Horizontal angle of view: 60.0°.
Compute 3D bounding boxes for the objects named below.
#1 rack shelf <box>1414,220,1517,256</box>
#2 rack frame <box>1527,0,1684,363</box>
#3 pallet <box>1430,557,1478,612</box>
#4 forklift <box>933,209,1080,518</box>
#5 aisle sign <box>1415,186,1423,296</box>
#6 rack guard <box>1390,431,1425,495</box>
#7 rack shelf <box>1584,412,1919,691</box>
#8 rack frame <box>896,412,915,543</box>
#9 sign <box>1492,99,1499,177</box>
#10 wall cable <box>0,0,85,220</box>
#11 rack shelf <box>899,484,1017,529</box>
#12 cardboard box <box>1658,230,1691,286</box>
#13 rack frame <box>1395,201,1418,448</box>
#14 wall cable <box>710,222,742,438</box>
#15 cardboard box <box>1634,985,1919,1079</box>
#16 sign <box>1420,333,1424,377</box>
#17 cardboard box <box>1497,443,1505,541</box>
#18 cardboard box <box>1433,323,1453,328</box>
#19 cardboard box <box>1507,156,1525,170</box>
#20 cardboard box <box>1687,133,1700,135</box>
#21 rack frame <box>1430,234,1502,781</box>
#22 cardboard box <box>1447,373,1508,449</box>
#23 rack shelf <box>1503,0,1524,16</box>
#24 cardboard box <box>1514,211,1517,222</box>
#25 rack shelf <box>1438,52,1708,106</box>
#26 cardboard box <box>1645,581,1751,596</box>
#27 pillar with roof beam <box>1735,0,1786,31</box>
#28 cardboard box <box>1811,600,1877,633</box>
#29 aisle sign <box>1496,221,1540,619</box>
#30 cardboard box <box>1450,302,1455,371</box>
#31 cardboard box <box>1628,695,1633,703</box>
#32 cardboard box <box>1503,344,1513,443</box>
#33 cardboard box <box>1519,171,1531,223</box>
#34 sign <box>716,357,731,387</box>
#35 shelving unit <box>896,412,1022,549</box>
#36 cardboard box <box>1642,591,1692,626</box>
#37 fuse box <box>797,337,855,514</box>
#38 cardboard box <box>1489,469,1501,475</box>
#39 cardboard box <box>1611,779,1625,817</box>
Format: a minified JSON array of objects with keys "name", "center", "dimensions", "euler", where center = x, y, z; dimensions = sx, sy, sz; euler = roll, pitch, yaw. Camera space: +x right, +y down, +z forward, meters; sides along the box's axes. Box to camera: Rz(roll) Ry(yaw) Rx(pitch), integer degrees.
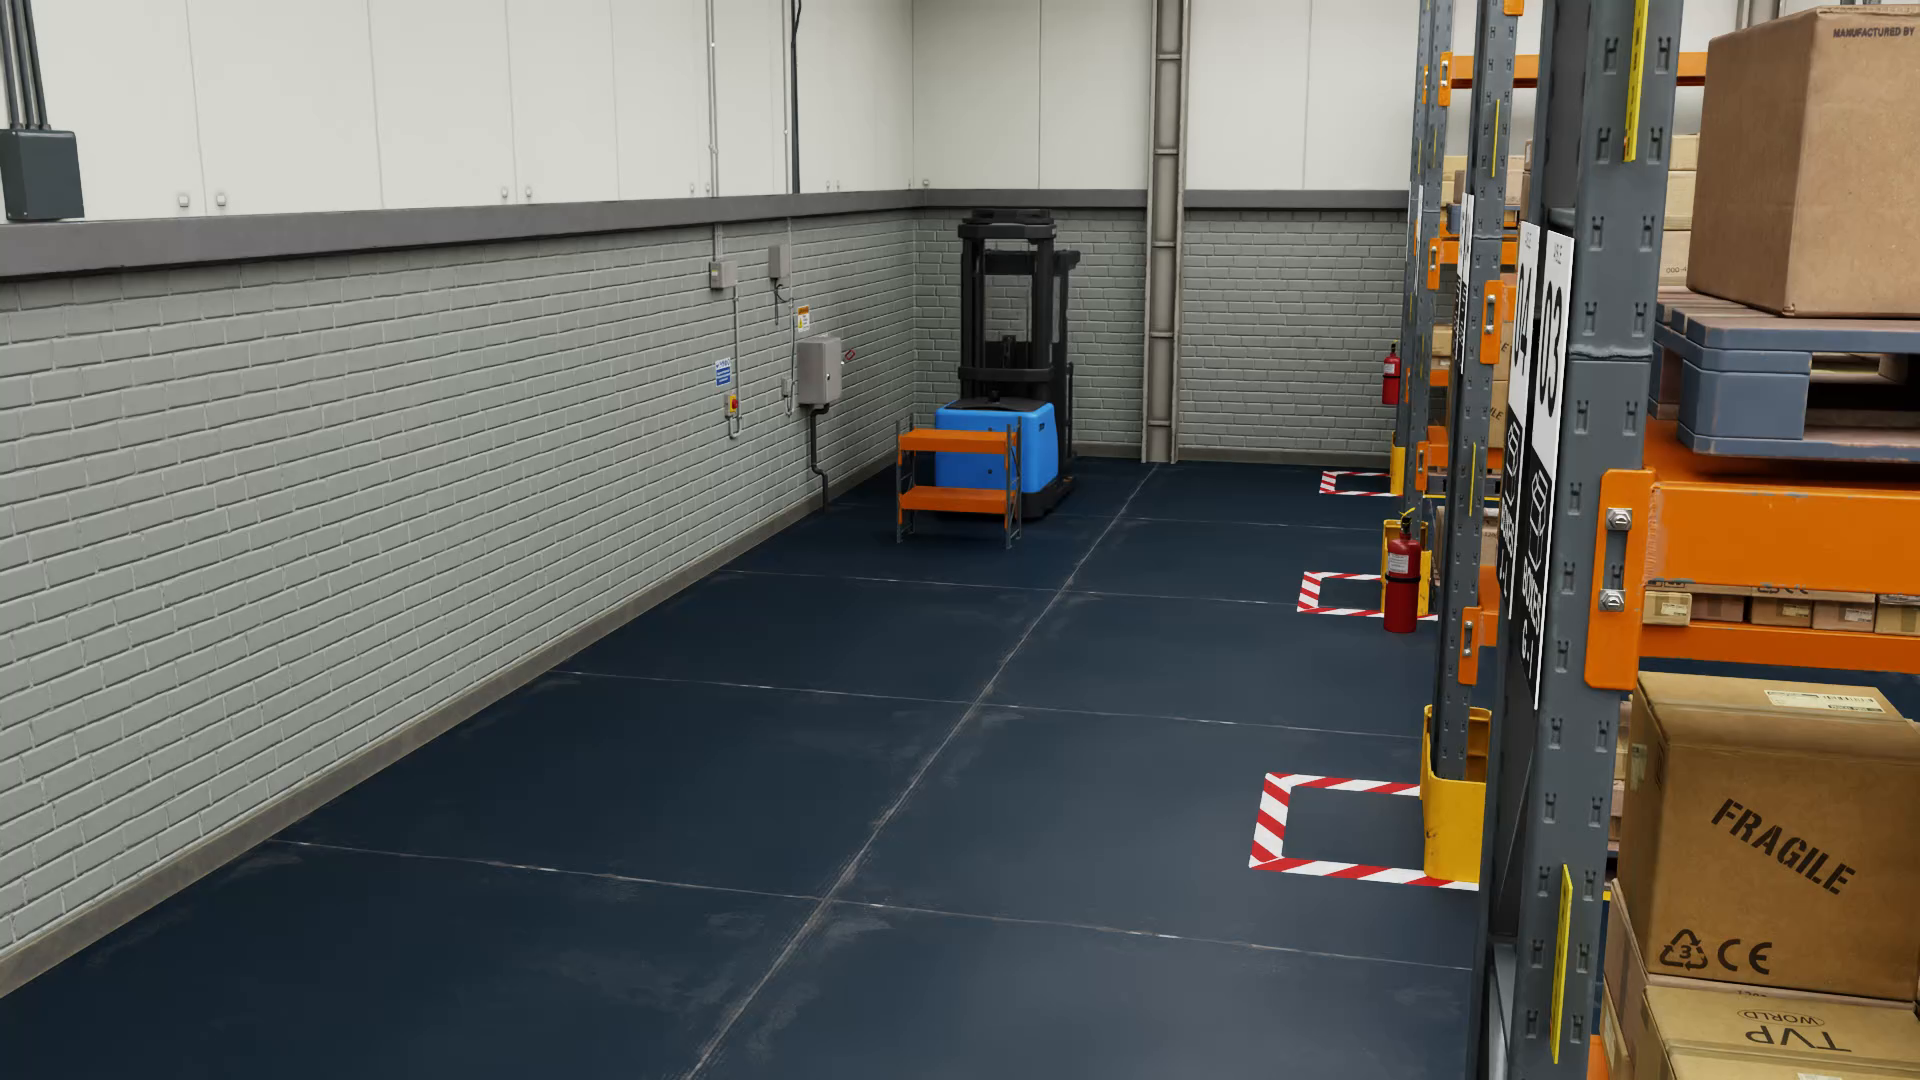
[{"name":"rack shelf","center":[6.670,-3.066,16.861],"dimensions":[4.000,0.370,1.077],"euler":[3,13,14]},{"name":"rack frame","center":[1.168,-1.857,2.828],"dimensions":[0.127,3.000,1.000],"euler":[3,13,14]},{"name":"pallet","center":[4.337,0.374,13.060],"dimensions":[1.213,0.211,1.003],"euler":[3,13,14]},{"name":"forklift","center":[0.607,-1.913,17.089],"dimensions":[1.130,2.935,3.031],"euler":[3,13,14]},{"name":"aisle sign","center":[3.403,-2.224,12.331],"dimensions":[0.004,0.787,0.394],"euler":[3,13,14]},{"name":"rack guard","center":[4.802,-0.832,17.829],"dimensions":[0.348,0.500,1.175],"euler":[3,13,14]},{"name":"rack shelf","center":[3.110,0.062,2.763],"dimensions":[4.000,0.370,1.077],"euler":[3,13,14]},{"name":"rack frame","center":[-0.500,-0.576,15.232],"dimensions":[0.032,1.125,0.500],"euler":[3,13,14]},{"name":"sign","center":[2.325,-1.743,7.221],"dimensions":[0.005,0.325,0.100],"euler":[3,13,14]},{"name":"wall cable","center":[-3.496,-4.446,7.069],"dimensions":[0.120,5.999,2.277],"euler":[3,13,14]},{"name":"rack shelf","center":[-0.007,-0.311,15.166],"dimensions":[1.000,0.278,0.538],"euler":[3,13,14]},{"name":"cardboard box","center":[3.339,-1.252,7.372],"dimensions":[0.500,0.250,0.500],"euler":[3,13,15]},{"name":"rack frame","center":[4.728,-2.056,17.576],"dimensions":[0.127,3.000,1.000],"euler":[3,13,14]},{"name":"wall cable","center":[-1.938,-1.811,14.054],"dimensions":[0.123,1.953,0.585],"euler":[3,13,14]},{"name":"cardboard box","center":[1.569,1.082,3.093],"dimensions":[0.500,0.250,0.500],"euler":[3,13,12]},{"name":"sign","center":[3.403,-1.357,12.243],"dimensions":[0.005,0.325,0.100],"euler":[3,13,14]},{"name":"cardboard box","center":[2.952,-0.191,8.251],"dimensions":[0.500,0.500,0.500],"euler":[3,13,15]},{"name":"cardboard box","center":[5.238,-2.160,17.704],"dimensions":[0.500,0.250,0.500],"euler":[3,13,15]},{"name":"cardboard box","center":[5.588,-3.730,16.702],"dimensions":[0.500,0.250,0.500],"euler":[3,13,13]},{"name":"cardboard box","center":[5.464,-2.643,11.865],"dimensions":[0.500,0.500,0.500],"euler":[3,13,15]},{"name":"rack frame","center":[2.454,0.034,8.155],"dimensions":[0.127,3.000,1.000],"euler":[3,13,14]},{"name":"cardboard box","center":[3.940,-0.976,12.475],"dimensions":[0.500,0.500,0.500],"euler":[3,13,13]},{"name":"rack shelf","center":[4.396,-2.438,7.116],"dimensions":[4.000,0.370,1.077],"euler":[3,13,14]},{"name":"cardboard box","center":[5.705,-3.273,16.715],"dimensions":[0.250,0.149,0.380],"euler":[3,13,15]},{"name":"rack shelf","center":[5.484,-3.291,11.874],"dimensions":[4.000,0.370,1.077],"euler":[3,13,14]},{"name":"cardboard box","center":[3.350,-0.056,7.644],"dimensions":[0.500,0.500,0.500],"euler":[3,13,14]},{"name":"pillar with roof beam","center":[7.120,-4.098,12.927],"dimensions":[0.400,9.000,9.100],"euler":[3,13,14]},{"name":"cardboard box","center":[3.970,0.295,7.560],"dimensions":[0.250,0.149,0.380],"euler":[3,13,12]},{"name":"aisle sign","center":[1.170,-0.264,3.497],"dimensions":[0.004,0.787,0.394],"euler":[3,13,14]},{"name":"cardboard box","center":[4.067,-1.574,12.864],"dimensions":[0.500,0.500,0.500],"euler":[4,13,15]},{"name":"cardboard box","center":[3.541,0.916,8.417],"dimensions":[0.250,0.149,0.380],"euler":[3,13,12]},{"name":"cardboard box","center":[2.958,-0.677,8.132],"dimensions":[0.500,0.500,0.500],"euler":[3,13,12]},{"name":"cardboard box","center":[2.963,-1.631,7.926],"dimensions":[0.500,0.250,0.500],"euler":[3,13,12]},{"name":"sign","center":[-2.009,-1.425,14.106],"dimensions":[0.001,0.218,0.327],"euler":[3,13,14]},{"name":"shelving unit","center":[-0.007,-0.549,15.113],"dimensions":[1.048,1.125,0.538],"euler":[3,13,14]},{"name":"cardboard box","center":[3.196,0.272,7.662],"dimensions":[0.250,0.149,0.380],"euler":[3,13,12]},{"name":"fuse box","center":[-1.293,-1.105,16.264],"dimensions":[0.414,1.711,0.539],"euler":[3,13,14]},{"name":"cardboard box","center":[5.702,-0.787,17.470],"dimensions":[0.250,0.149,0.380],"euler":[3,13,11]},{"name":"cardboard box","center":[3.154,1.183,7.903],"dimensions":[0.250,0.149,0.380],"euler":[3,13,13]}]
